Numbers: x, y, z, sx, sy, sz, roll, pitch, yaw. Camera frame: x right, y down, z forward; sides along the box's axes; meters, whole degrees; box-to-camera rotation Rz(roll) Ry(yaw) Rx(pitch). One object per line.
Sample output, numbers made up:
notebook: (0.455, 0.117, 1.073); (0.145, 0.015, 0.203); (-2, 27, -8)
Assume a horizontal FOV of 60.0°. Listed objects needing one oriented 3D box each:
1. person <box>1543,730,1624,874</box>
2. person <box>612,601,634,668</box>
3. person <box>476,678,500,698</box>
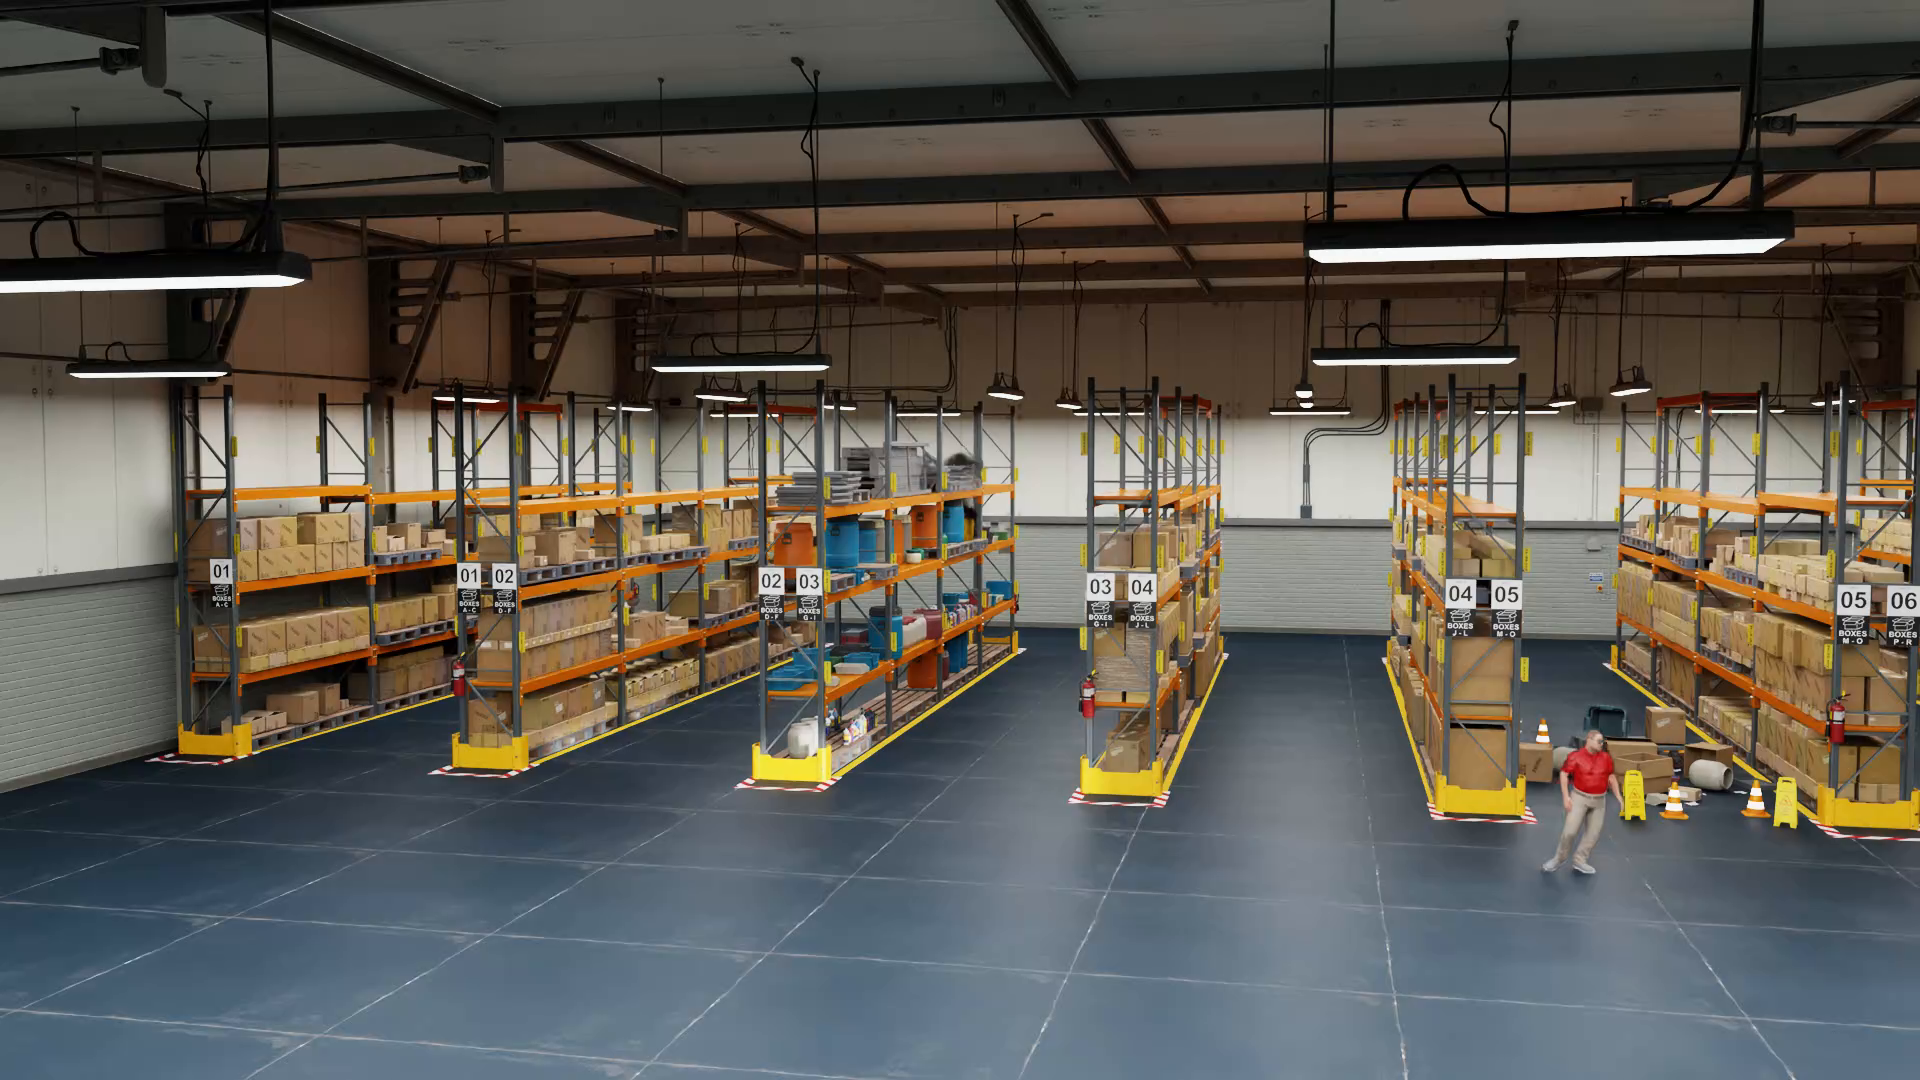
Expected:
person: (7.284, 3.067, 19.414); (0.803, 1.704, 0.595); (0, 3, -9)
person: (-7.107, 2.173, 35.212); (0.646, 1.774, 0.833); (0, 3, 1)
person: (-8.357, 2.538, 29.526); (0.786, 1.638, 0.647); (-3, 4, -44)
